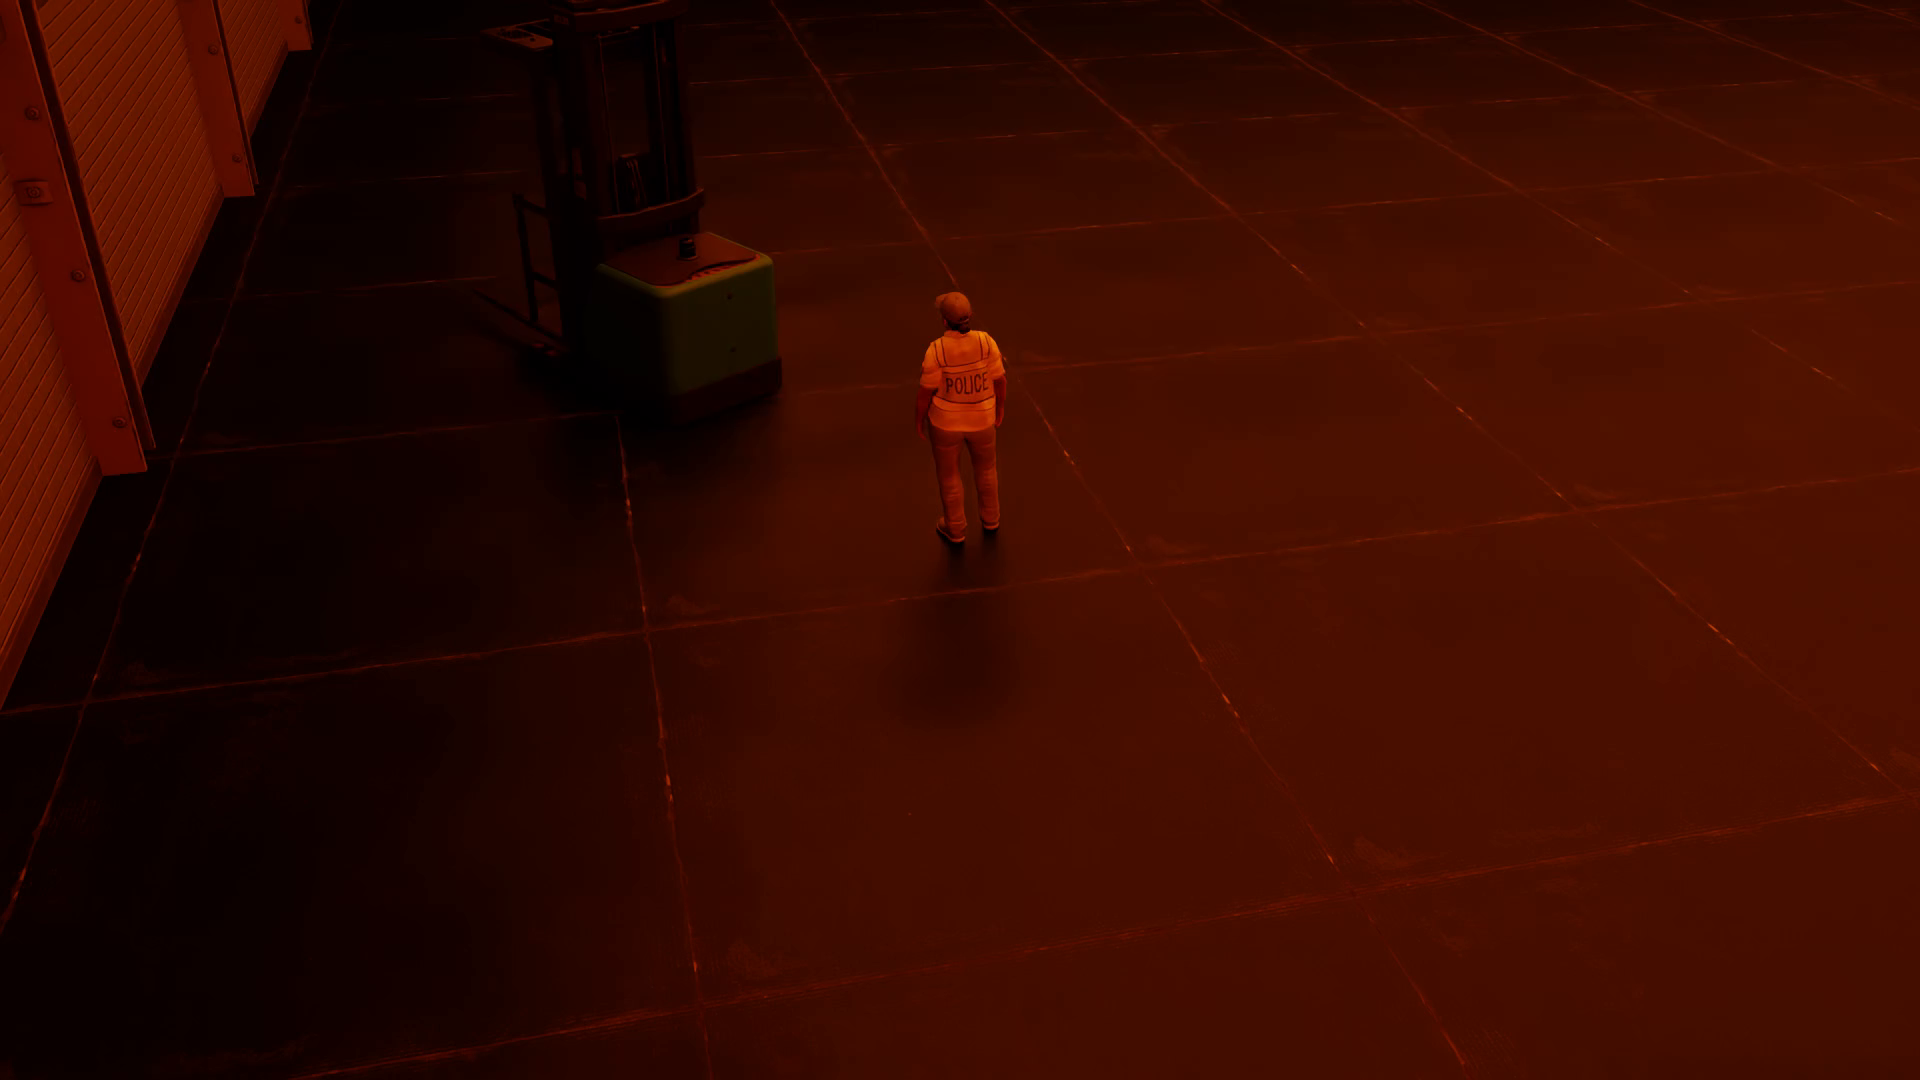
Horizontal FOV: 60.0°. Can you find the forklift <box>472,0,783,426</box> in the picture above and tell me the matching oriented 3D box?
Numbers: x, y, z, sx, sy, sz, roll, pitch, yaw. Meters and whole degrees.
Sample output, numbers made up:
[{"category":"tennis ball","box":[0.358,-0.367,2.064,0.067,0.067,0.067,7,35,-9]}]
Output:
[{"category":"forklift","box":[-2.704,-2.715,12.265,1.130,2.935,3.031,-26,39,-37]}]

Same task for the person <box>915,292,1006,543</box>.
[{"category":"person","box":[0.005,-0.767,10.148,0.598,1.670,0.529,-7,31,-12]}]
